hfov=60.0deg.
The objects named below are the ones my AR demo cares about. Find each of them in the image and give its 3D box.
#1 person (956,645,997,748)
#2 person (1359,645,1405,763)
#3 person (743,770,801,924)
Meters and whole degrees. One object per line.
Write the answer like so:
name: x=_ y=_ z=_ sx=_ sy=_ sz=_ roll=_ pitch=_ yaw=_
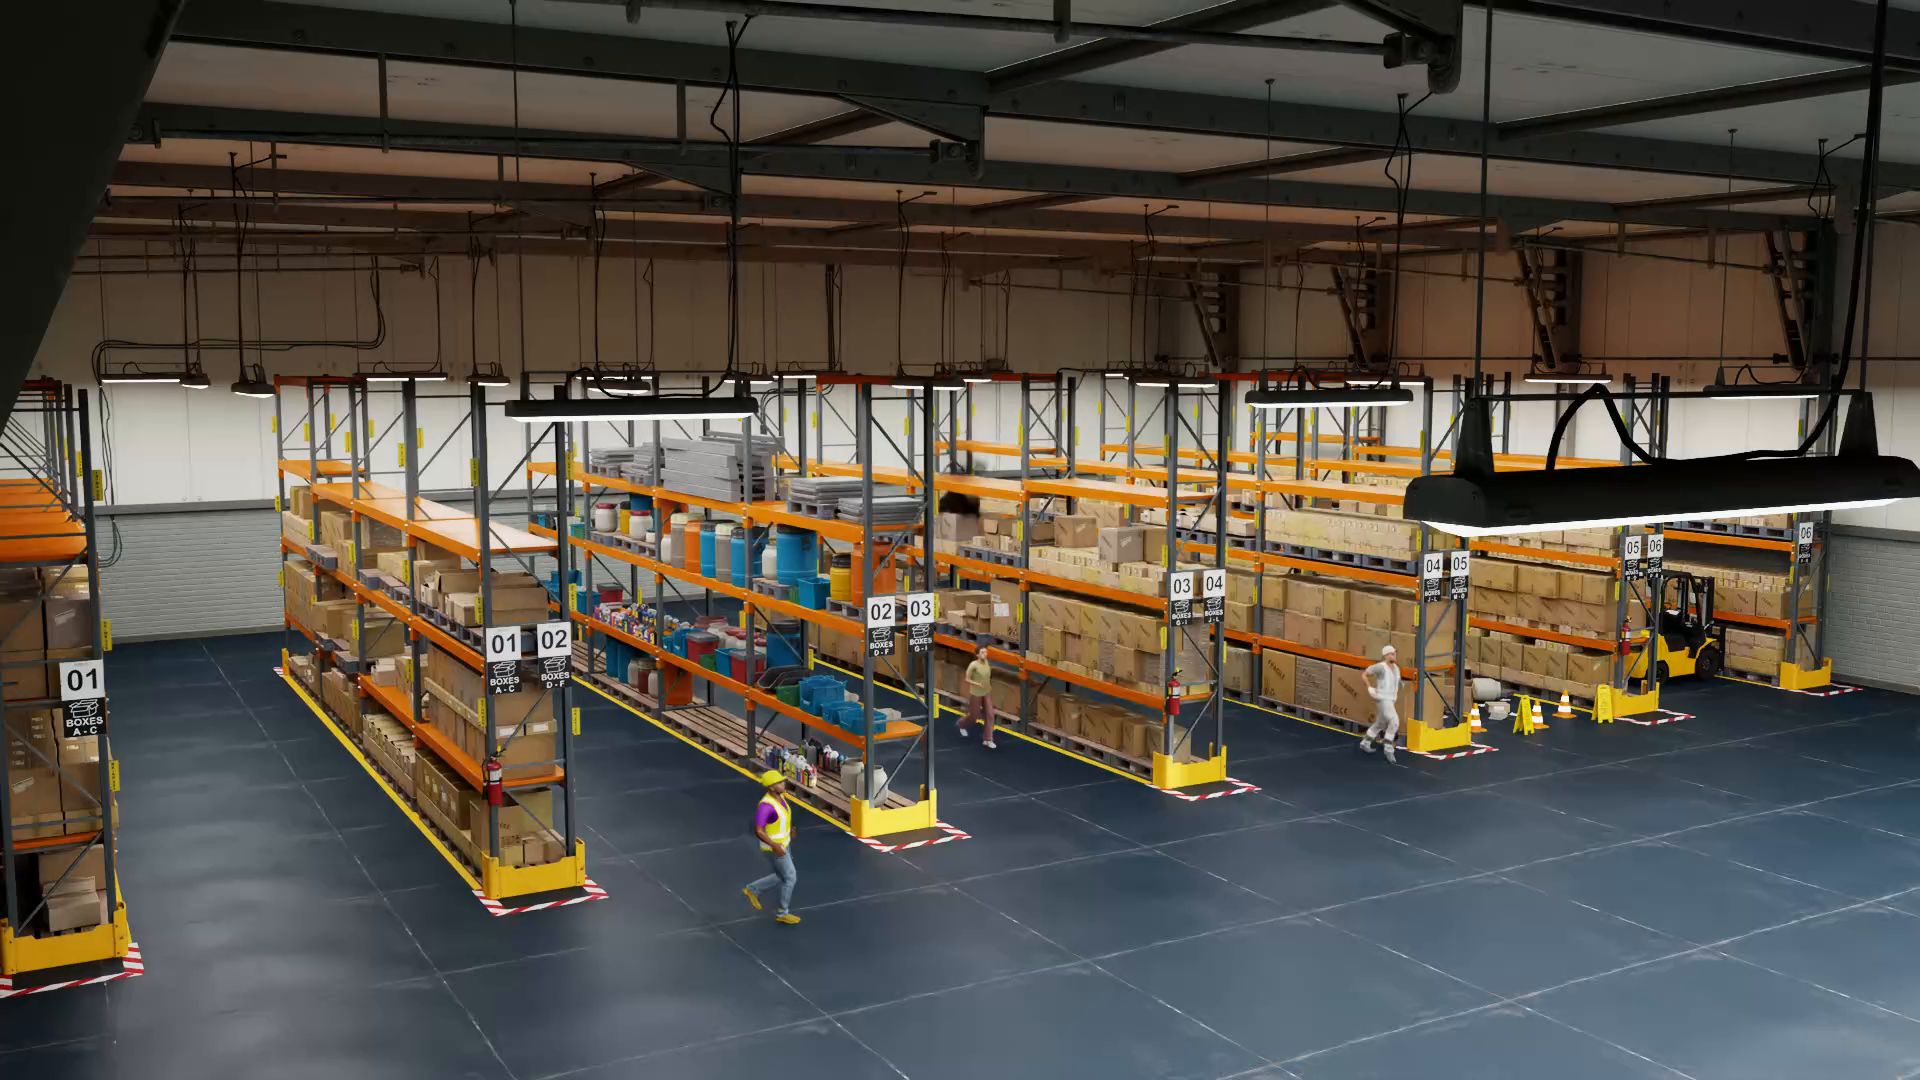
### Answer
person: x=0.290 y=2.526 z=27.247 sx=0.562 sy=1.656 sz=0.926 roll=-5 pitch=8 yaw=-37
person: x=6.733 y=2.574 z=26.396 sx=0.742 sy=1.817 sz=0.672 roll=6 pitch=8 yaw=42
person: x=-2.121 y=3.437 z=18.687 sx=0.669 sy=1.744 sz=0.693 roll=0 pitch=6 yaw=4
